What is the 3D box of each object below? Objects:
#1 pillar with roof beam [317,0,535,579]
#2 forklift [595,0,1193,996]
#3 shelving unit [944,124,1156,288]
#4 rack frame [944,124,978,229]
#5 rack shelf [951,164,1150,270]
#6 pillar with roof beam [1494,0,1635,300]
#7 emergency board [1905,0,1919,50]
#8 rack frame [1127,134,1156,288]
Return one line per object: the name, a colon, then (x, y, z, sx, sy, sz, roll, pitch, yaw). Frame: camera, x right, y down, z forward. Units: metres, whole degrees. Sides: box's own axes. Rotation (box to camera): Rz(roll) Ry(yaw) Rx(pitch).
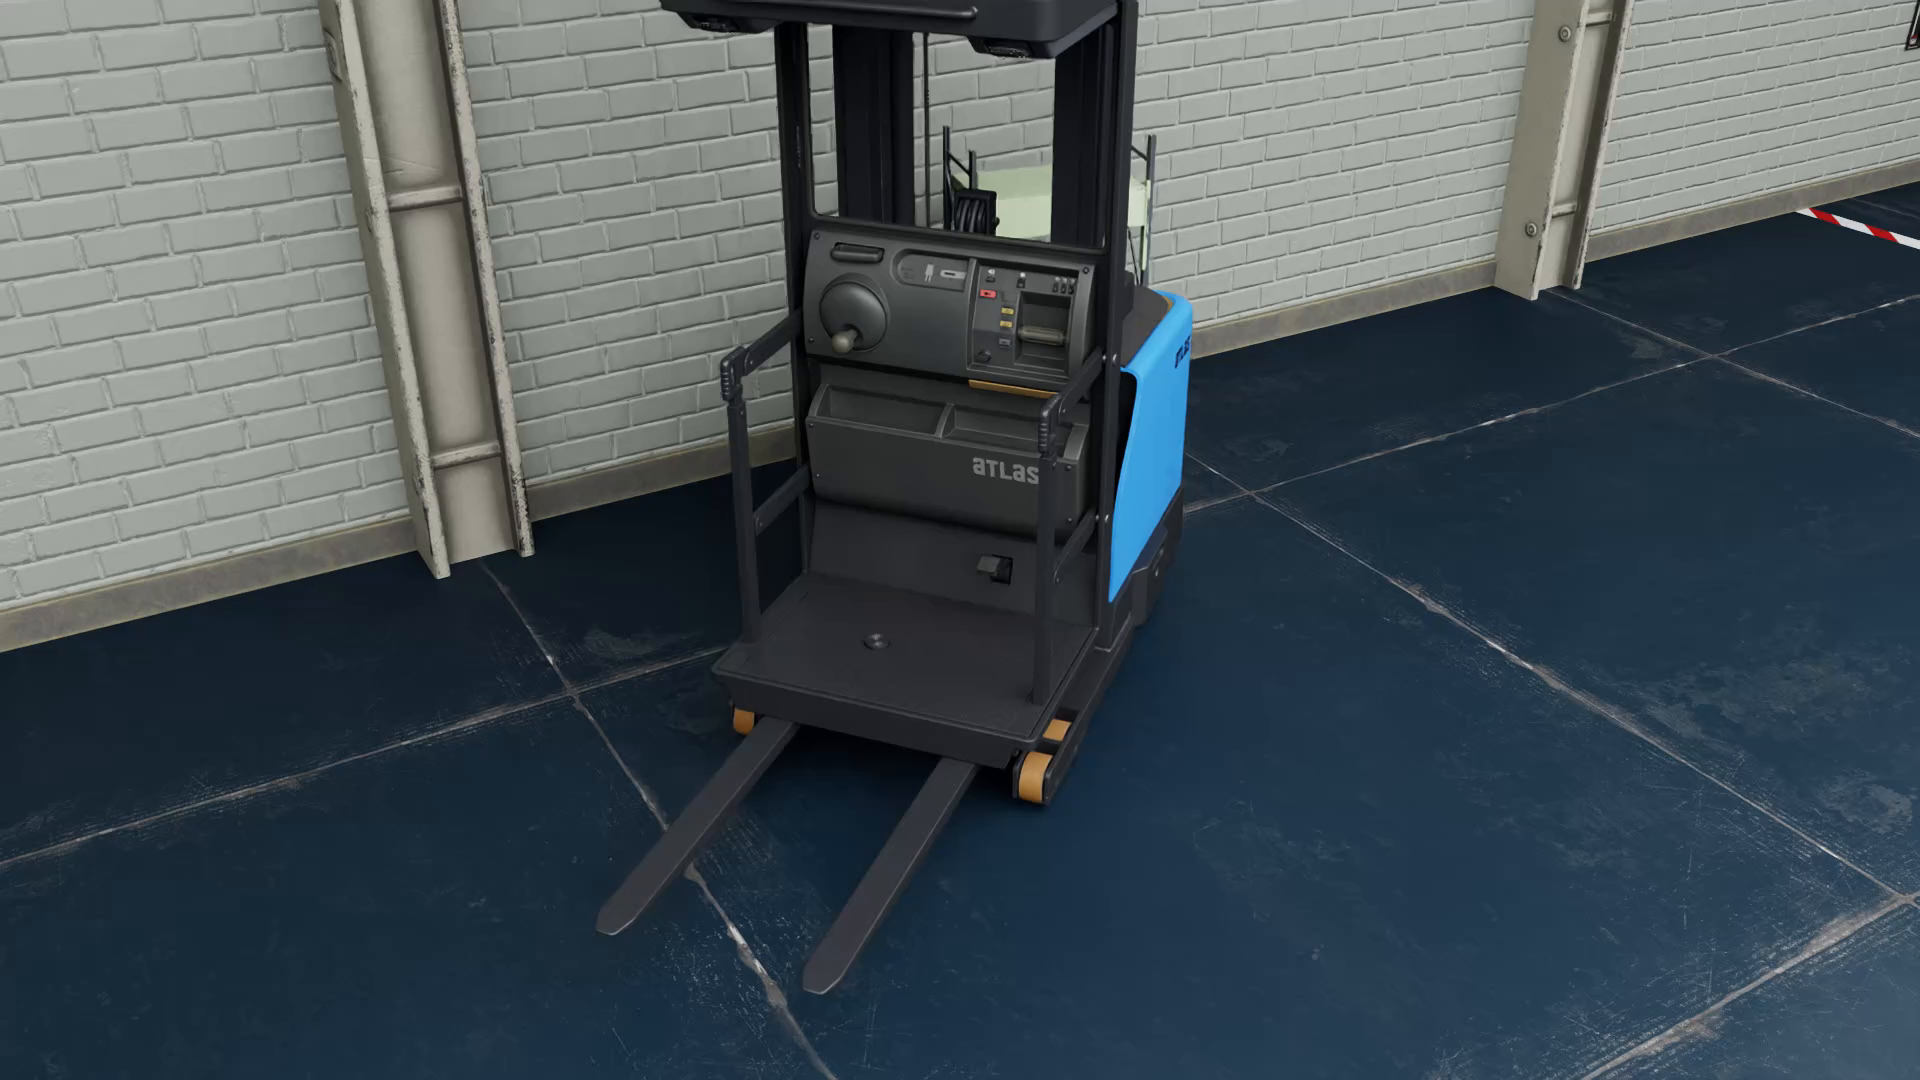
pillar with roof beam: (0.236, -2.106, 1.253, 0.400, 9.000, 9.100, -16, 33, -26)
forklift: (-0.119, -0.679, 4.946, 1.130, 2.935, 3.031, 10, 31, 18)
shelving unit: (0.352, -0.966, 6.949, 0.755, 1.500, 0.431, -8, 30, -14)
rack frame: (0.001, -0.916, 6.858, 0.023, 1.500, 0.400, -8, 30, -14)
rack shelf: (0.352, -1.308, 6.760, 0.720, 0.370, 0.431, -8, 30, -14)
pillar with roof beam: (5.409, -3.575, 3.915, 0.400, 9.000, 9.100, -16, 33, -26)
emergency board: (6.234, -3.627, 10.218, 0.626, 1.169, 0.157, -16, 33, -26)
rack frame: (0.703, -1.016, 7.039, 0.023, 1.500, 0.400, -8, 30, -14)
